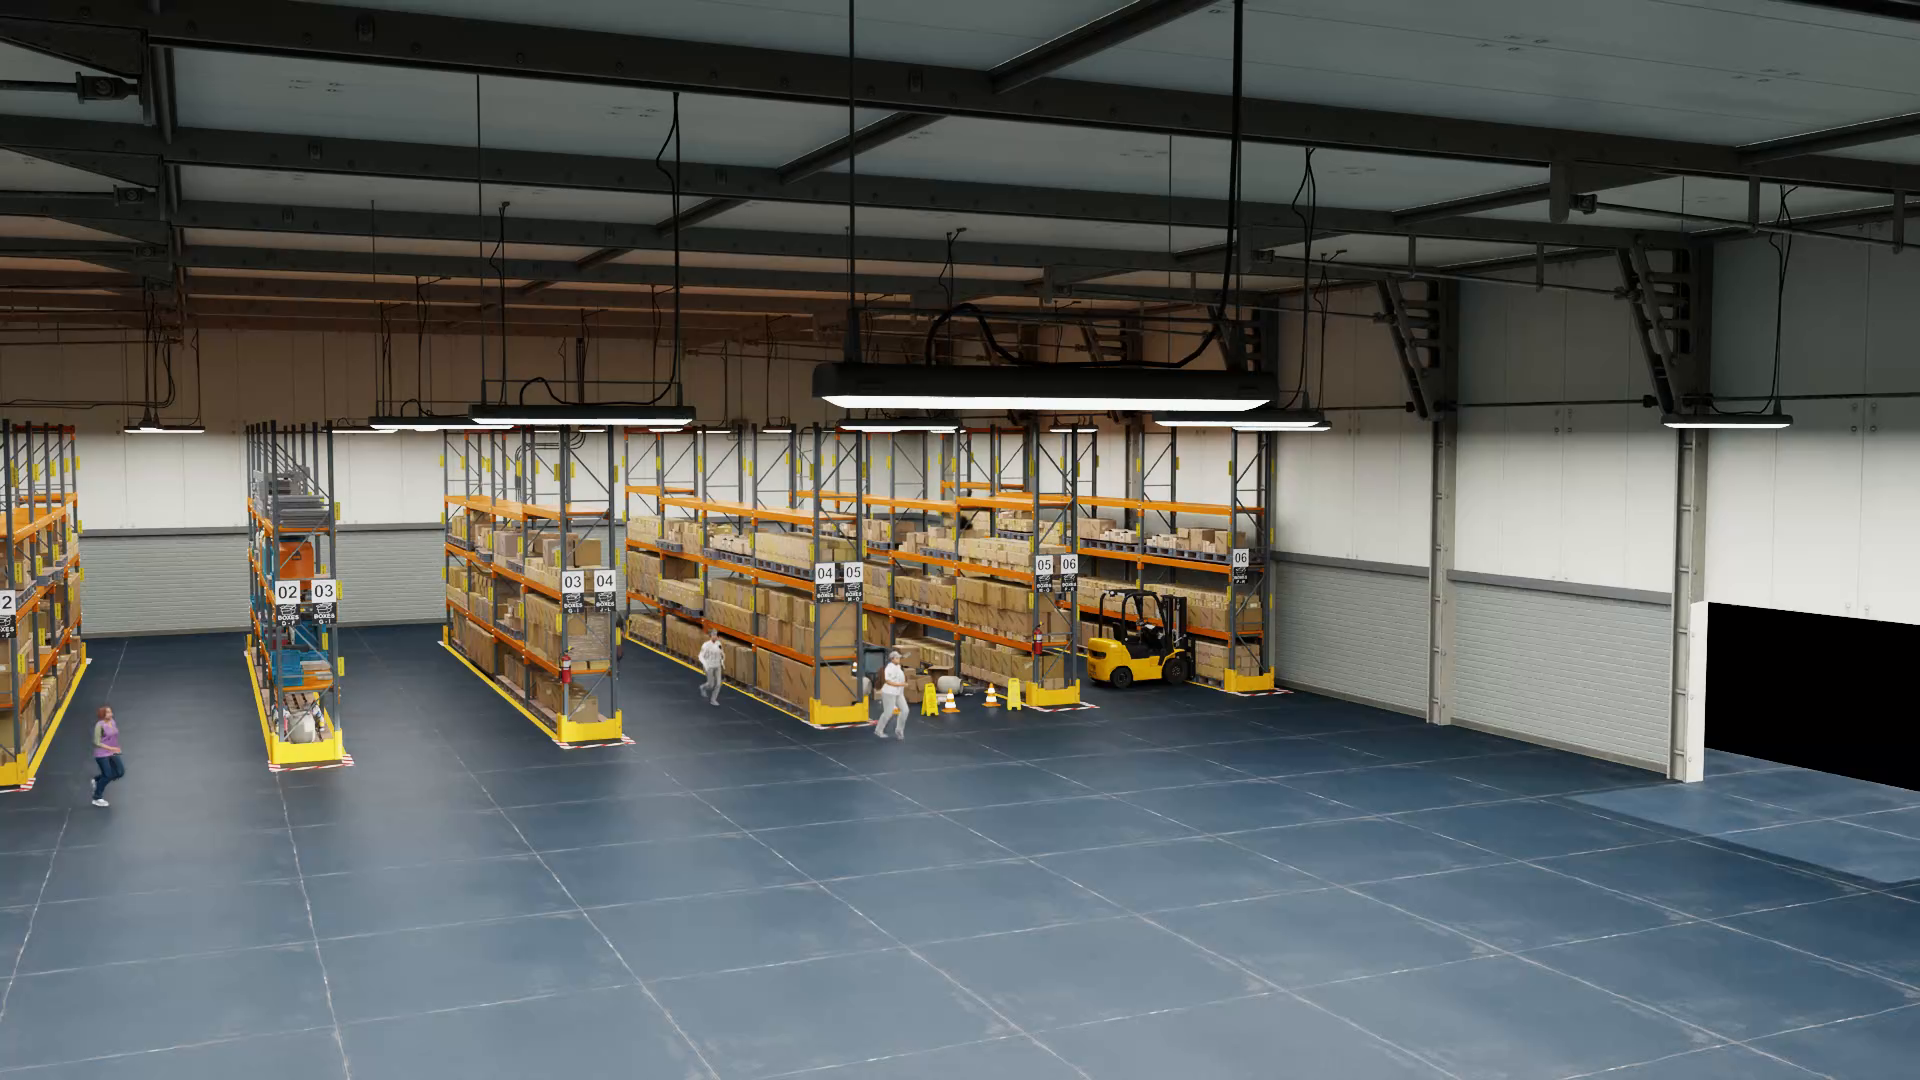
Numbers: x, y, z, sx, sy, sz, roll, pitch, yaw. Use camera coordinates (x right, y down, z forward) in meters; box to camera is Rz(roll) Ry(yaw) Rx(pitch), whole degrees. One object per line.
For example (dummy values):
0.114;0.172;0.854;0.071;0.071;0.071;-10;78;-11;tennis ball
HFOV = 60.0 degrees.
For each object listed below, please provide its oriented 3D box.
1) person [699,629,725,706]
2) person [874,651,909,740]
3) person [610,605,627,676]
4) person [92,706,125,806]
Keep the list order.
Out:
-5.300;2.693;35.459;0.603;1.648;0.593;-2;4;-34;person
-1.251;2.958;31.339;0.727;1.747;0.612;2;4;28;person
-8.309;2.384;39.908;0.670;1.704;0.692;-2;4;-26;person
-13.220;3.340;25.801;0.602;1.560;0.568;1;4;10;person
